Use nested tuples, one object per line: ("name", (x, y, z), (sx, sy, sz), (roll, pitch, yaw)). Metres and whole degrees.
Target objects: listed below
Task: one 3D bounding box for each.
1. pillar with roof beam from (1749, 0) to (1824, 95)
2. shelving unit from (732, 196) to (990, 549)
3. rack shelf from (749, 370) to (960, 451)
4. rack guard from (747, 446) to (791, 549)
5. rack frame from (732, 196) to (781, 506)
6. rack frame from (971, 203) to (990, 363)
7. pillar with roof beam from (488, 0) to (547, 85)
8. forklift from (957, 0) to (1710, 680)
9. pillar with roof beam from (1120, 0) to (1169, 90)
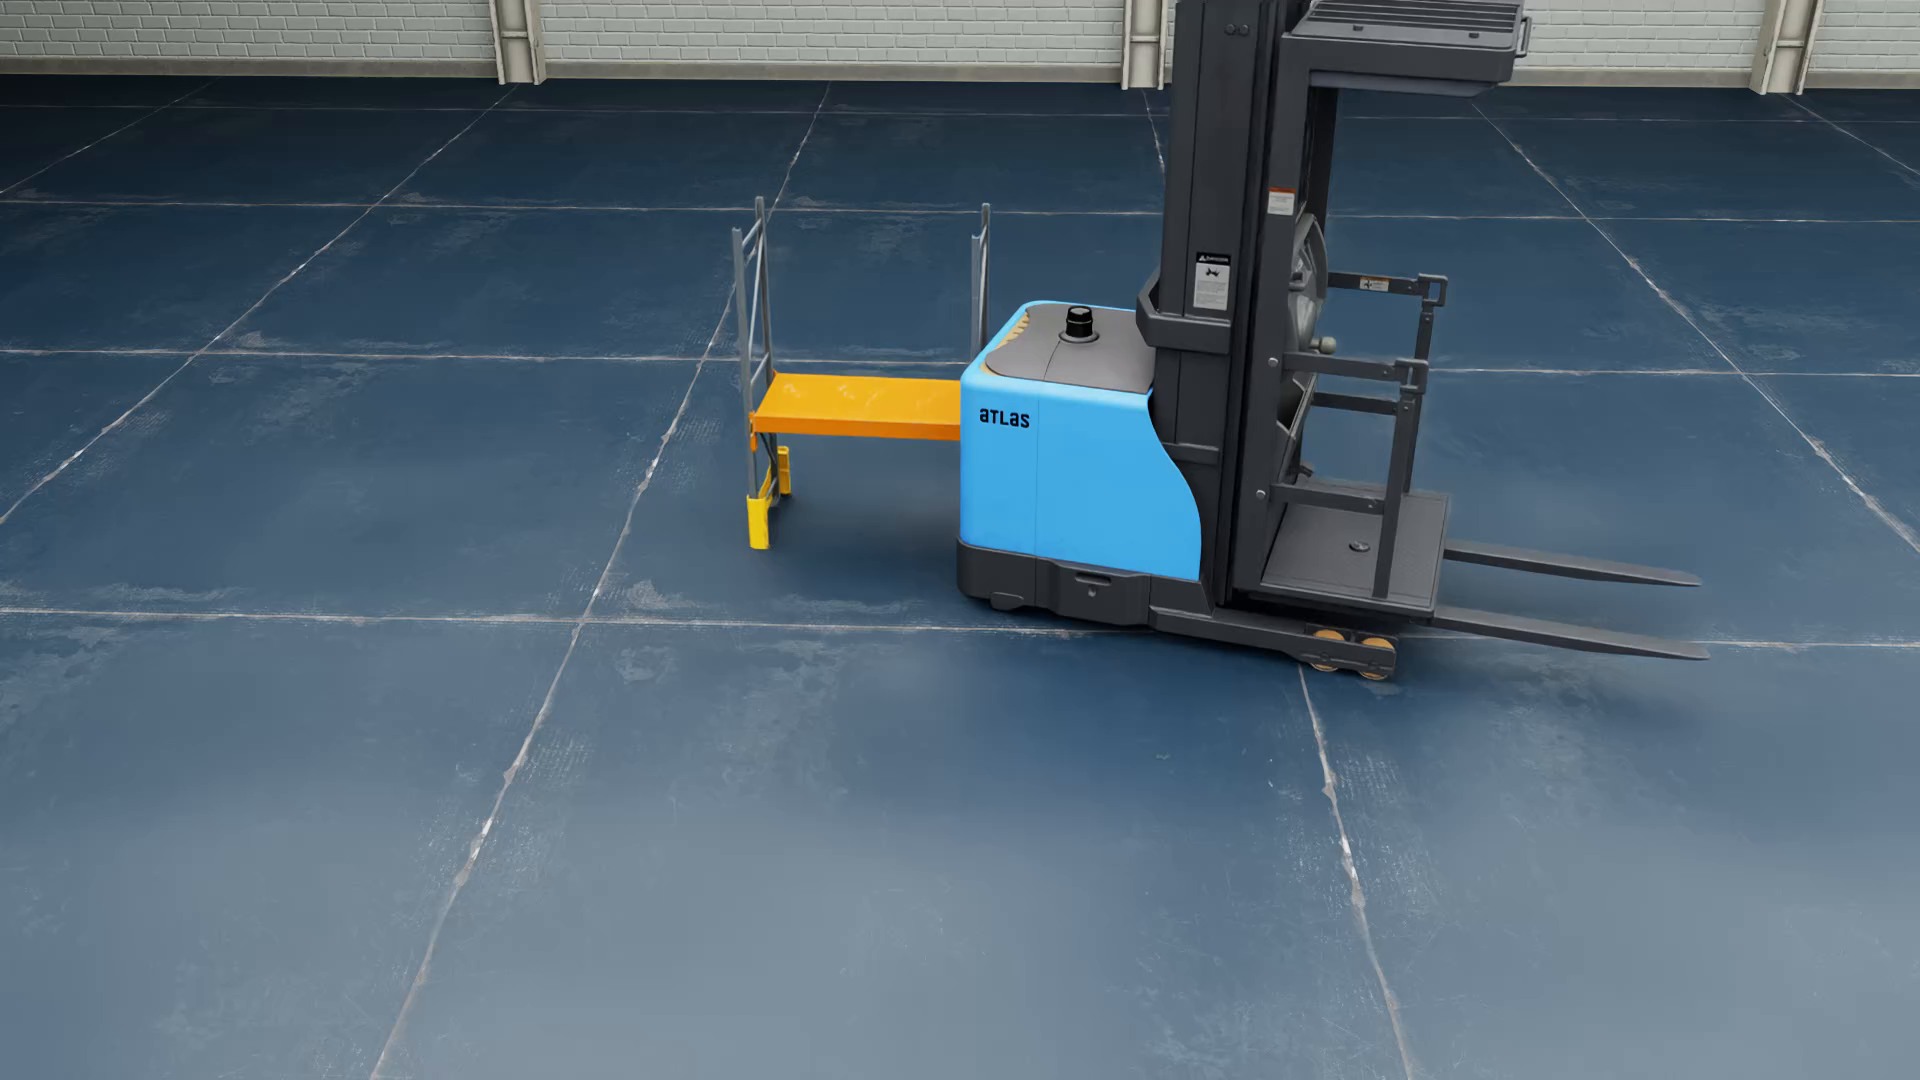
("pillar with roof beam", (7.592, -6.231, 9.897), (0.400, 9.000, 9.100), (1, 28, 2))
("shelving unit", (-0.406, -0.735, 7.536), (1.083, 1.500, 0.587), (3, 28, 5))
("rack shelf", (-0.415, -0.577, 7.621), (1.000, 0.185, 0.538), (3, 28, 5))
("rack guard", (-0.901, -0.208, 7.875), (0.087, 0.250, 0.587), (3, 28, 5))
("rack frame", (-0.921, -0.761, 7.584), (0.032, 1.500, 0.500), (3, 28, 5))
("rack frame", (0.090, -0.711, 7.489), (0.032, 1.500, 0.500), (3, 28, 5))
("pillar with roof beam", (-4.401, -6.429, 10.271), (0.400, 9.000, 9.100), (1, 28, 2))
("forklift", (1.561, -1.013, 6.532), (3.031, 2.935, 1.130), (9, 29, 16))
("pillar with roof beam", (1.595, -6.330, 10.084), (0.400, 9.000, 9.100), (1, 28, 2))
